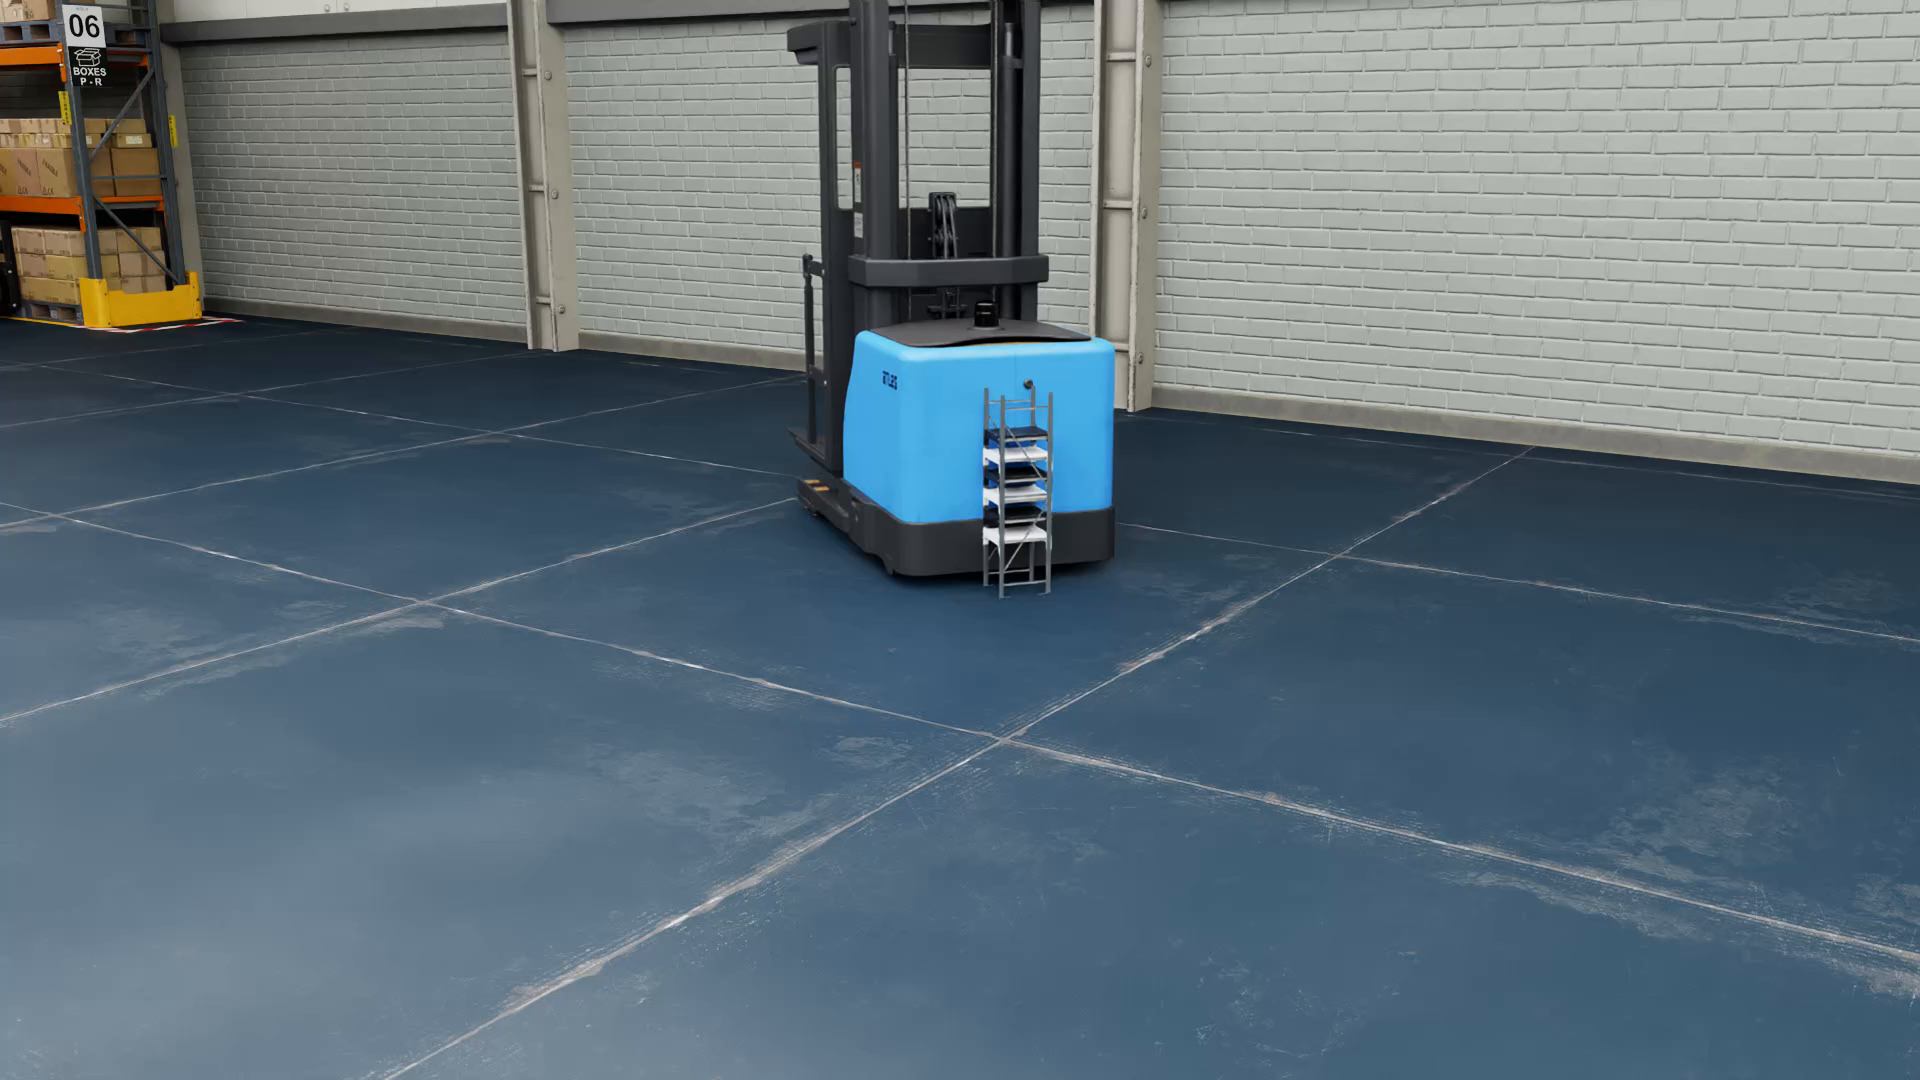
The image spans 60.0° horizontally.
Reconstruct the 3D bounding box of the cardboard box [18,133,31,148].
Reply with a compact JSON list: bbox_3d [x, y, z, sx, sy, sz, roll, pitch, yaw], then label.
[{"bbox_3d":[-9.751,-4.246,17.675,0.250,0.149,0.380,9,17,32],"label":"cardboard box"}]

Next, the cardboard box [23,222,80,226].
[{"bbox_3d":[-10.238,-3.443,18.758,0.500,0.250,0.500,9,16,32],"label":"cardboard box"}]

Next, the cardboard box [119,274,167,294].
[{"bbox_3d":[-8.997,-2.755,18.058,0.500,0.250,0.500,9,17,33],"label":"cardboard box"}]

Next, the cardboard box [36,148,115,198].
[{"bbox_3d":[-9.253,-3.843,17.398,0.500,0.500,0.500,9,16,32],"label":"cardboard box"}]

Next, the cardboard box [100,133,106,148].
[{"bbox_3d":[-9.075,-4.262,17.740,0.250,0.149,0.380,9,17,33],"label":"cardboard box"}]

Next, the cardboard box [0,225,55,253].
[{"bbox_3d":[-10.106,-3.268,18.050,0.500,0.250,0.500,9,17,34],"label":"cardboard box"}]

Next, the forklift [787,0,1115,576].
[{"bbox_3d":[-0.240,-1.569,8.564,1.130,2.935,3.031,-5,15,-18],"label":"forklift"}]

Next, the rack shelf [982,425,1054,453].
[{"bbox_3d":[0.252,-0.441,7.246,0.258,0.077,0.200,-5,15,-18],"label":"rack shelf"}]

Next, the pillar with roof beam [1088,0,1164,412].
[{"bbox_3d":[-1.218,-4.498,7.768,0.400,9.000,9.100,9,17,33],"label":"pillar with roof beam"}]

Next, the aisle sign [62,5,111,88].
[{"bbox_3d":[-8.808,-4.976,16.770,0.004,0.787,0.394,9,17,33],"label":"aisle sign"}]

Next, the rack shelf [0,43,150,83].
[{"bbox_3d":[-10.358,-5.156,18.164,4.000,0.370,1.077,9,17,33],"label":"rack shelf"}]

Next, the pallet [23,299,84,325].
[{"bbox_3d":[-9.356,-2.522,18.070,1.213,0.211,1.003,9,17,33],"label":"pallet"}]

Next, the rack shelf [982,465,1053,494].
[{"bbox_3d":[0.252,-0.266,7.290,0.258,0.077,0.200,-5,15,-18],"label":"rack shelf"}]

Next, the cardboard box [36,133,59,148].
[{"bbox_3d":[-9.371,-4.163,17.341,0.250,0.149,0.380,9,17,34],"label":"cardboard box"}]

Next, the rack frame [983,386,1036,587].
[{"bbox_3d":[0.219,-0.234,7.397,0.240,0.900,0.006,-5,15,-18],"label":"rack frame"}]

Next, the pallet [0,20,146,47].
[{"bbox_3d":[-9.271,-5.294,17.409,1.213,0.211,1.003,9,17,33],"label":"pallet"}]

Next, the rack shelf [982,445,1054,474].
[{"bbox_3d":[0.252,-0.354,7.268,0.258,0.077,0.200,-5,15,-18],"label":"rack shelf"}]

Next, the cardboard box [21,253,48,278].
[{"bbox_3d":[-9.687,-2.965,17.867,0.500,0.250,0.500,9,17,32],"label":"cardboard box"}]

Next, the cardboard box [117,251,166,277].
[{"bbox_3d":[-8.973,-2.997,17.996,0.500,0.250,0.500,10,17,34],"label":"cardboard box"}]

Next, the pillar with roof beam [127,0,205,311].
[{"bbox_3d":[-11.176,-6.108,14.269,0.400,9.000,9.100,9,17,33],"label":"pillar with roof beam"}]

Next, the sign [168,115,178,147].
[{"bbox_3d":[-8.384,-4.349,17.685,0.005,0.325,0.100,9,17,33],"label":"sign"}]

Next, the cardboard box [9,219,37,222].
[{"bbox_3d":[-11.072,-3.580,19.308,0.500,0.250,0.500,9,16,32],"label":"cardboard box"}]

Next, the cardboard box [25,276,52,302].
[{"bbox_3d":[-9.672,-2.719,17.912,0.500,0.250,0.500,9,17,33],"label":"cardboard box"}]

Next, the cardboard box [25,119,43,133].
[{"bbox_3d":[-9.567,-4.351,17.482,0.250,0.149,0.380,10,17,34],"label":"cardboard box"}]

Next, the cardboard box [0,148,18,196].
[{"bbox_3d":[-10.104,-3.983,17.964,0.500,0.500,0.500,9,16,32],"label":"cardboard box"}]

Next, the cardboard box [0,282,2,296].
[{"bbox_3d":[-10.525,-2.853,18.453,0.500,0.250,0.500,10,17,35],"label":"cardboard box"}]

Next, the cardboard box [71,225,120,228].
[{"bbox_3d":[-9.408,-3.304,18.195,0.500,0.250,0.500,9,17,33],"label":"cardboard box"}]

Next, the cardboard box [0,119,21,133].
[{"bbox_3d":[-10.011,-4.412,17.728,0.250,0.149,0.380,10,17,34],"label":"cardboard box"}]

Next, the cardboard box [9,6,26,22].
[{"bbox_3d":[-9.555,-5.418,17.166,0.250,0.149,0.380,9,16,31],"label":"cardboard box"}]

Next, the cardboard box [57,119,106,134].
[{"bbox_3d":[-9.113,-4.295,17.253,0.250,0.149,0.380,9,17,33],"label":"cardboard box"}]

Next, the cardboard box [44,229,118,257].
[{"bbox_3d":[-9.254,-3.135,17.513,0.500,0.250,0.500,10,17,35],"label":"cardboard box"}]

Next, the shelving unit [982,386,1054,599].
[{"bbox_3d":[0.252,-0.211,7.303,0.258,0.900,0.210,-5,15,-18],"label":"shelving unit"}]

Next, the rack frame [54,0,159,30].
[{"bbox_3d":[-8.698,-6.693,16.634,0.127,3.000,1.000,9,17,33],"label":"rack frame"}]

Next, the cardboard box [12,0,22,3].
[{"bbox_3d":[-9.996,-5.706,17.599,0.500,0.500,0.700,9,17,33],"label":"cardboard box"}]

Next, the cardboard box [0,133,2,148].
[{"bbox_3d":[-10.220,-4.302,17.902,0.250,0.149,0.380,9,17,33],"label":"cardboard box"}]
